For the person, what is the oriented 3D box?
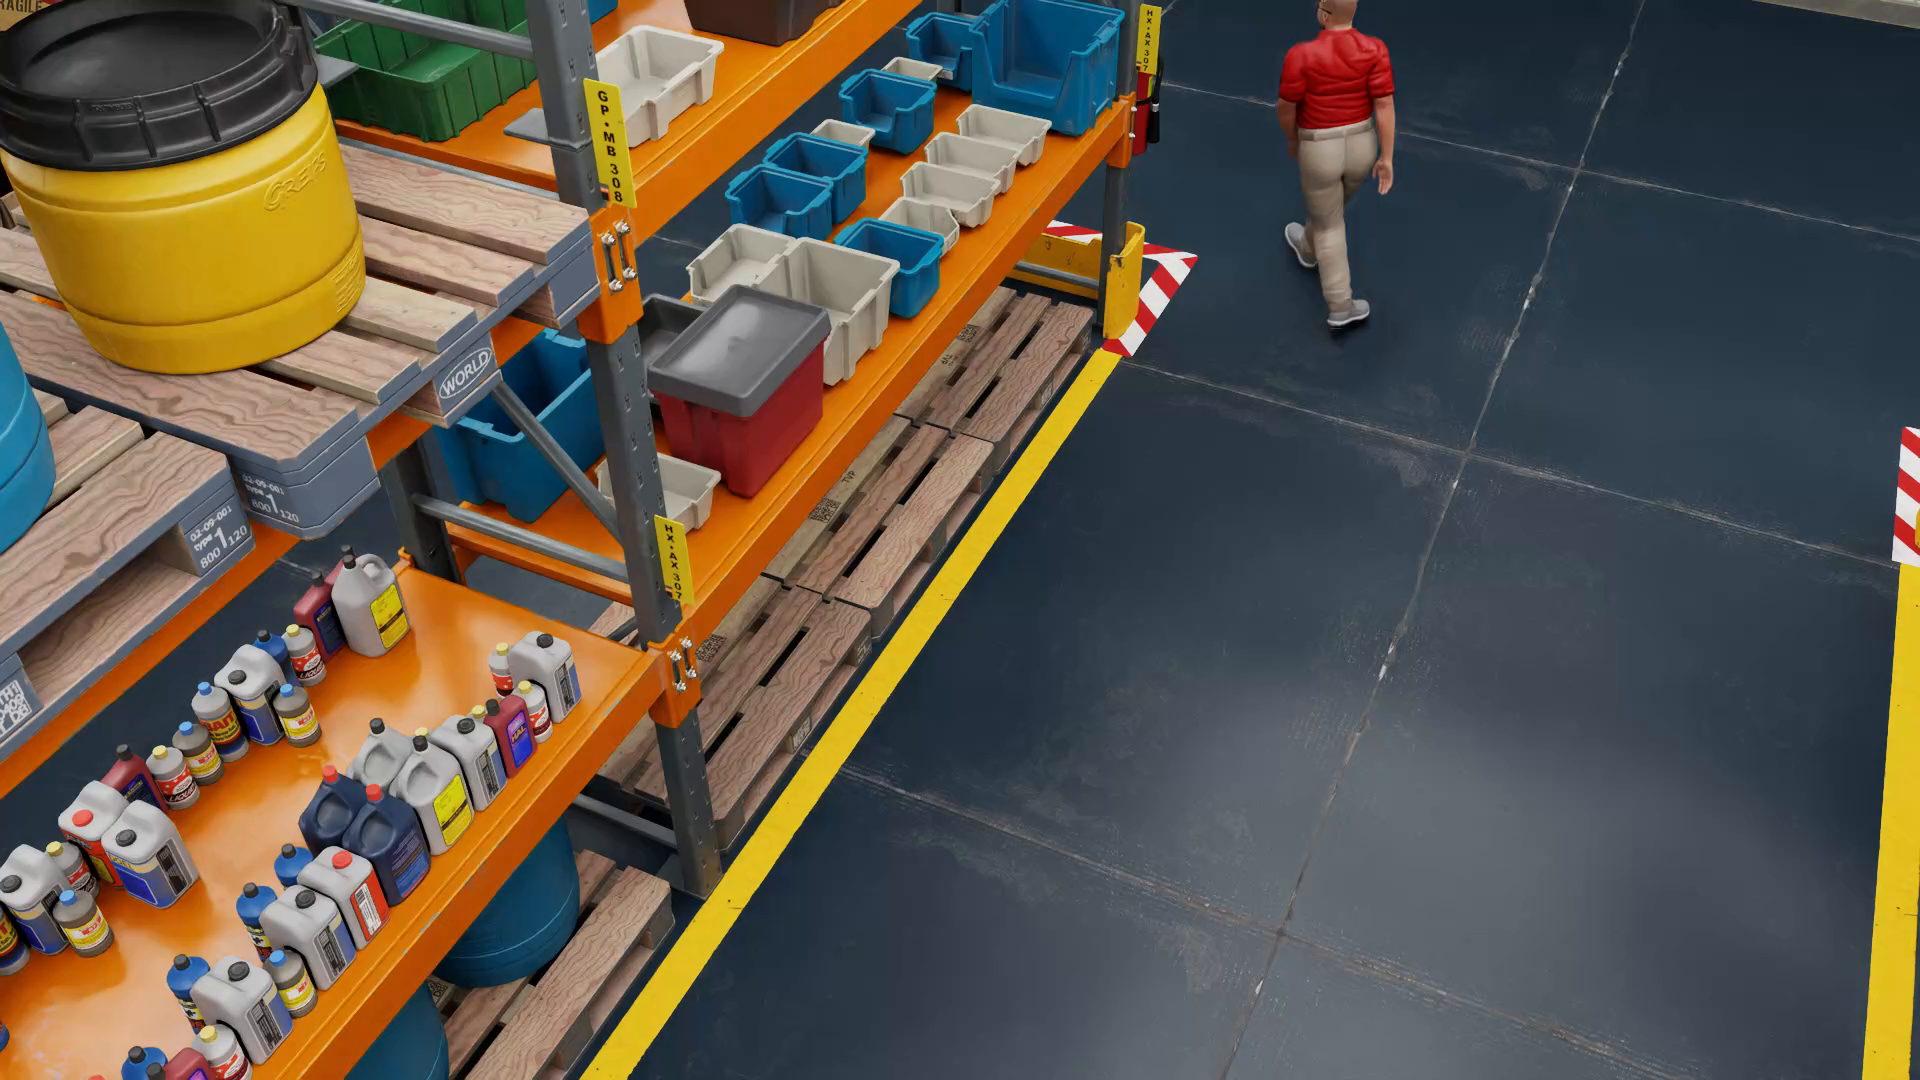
[{"bbox_3d":[1.843,-1.989,8.416,0.555,1.664,0.957,-6,42,-7],"label":"person"}]
